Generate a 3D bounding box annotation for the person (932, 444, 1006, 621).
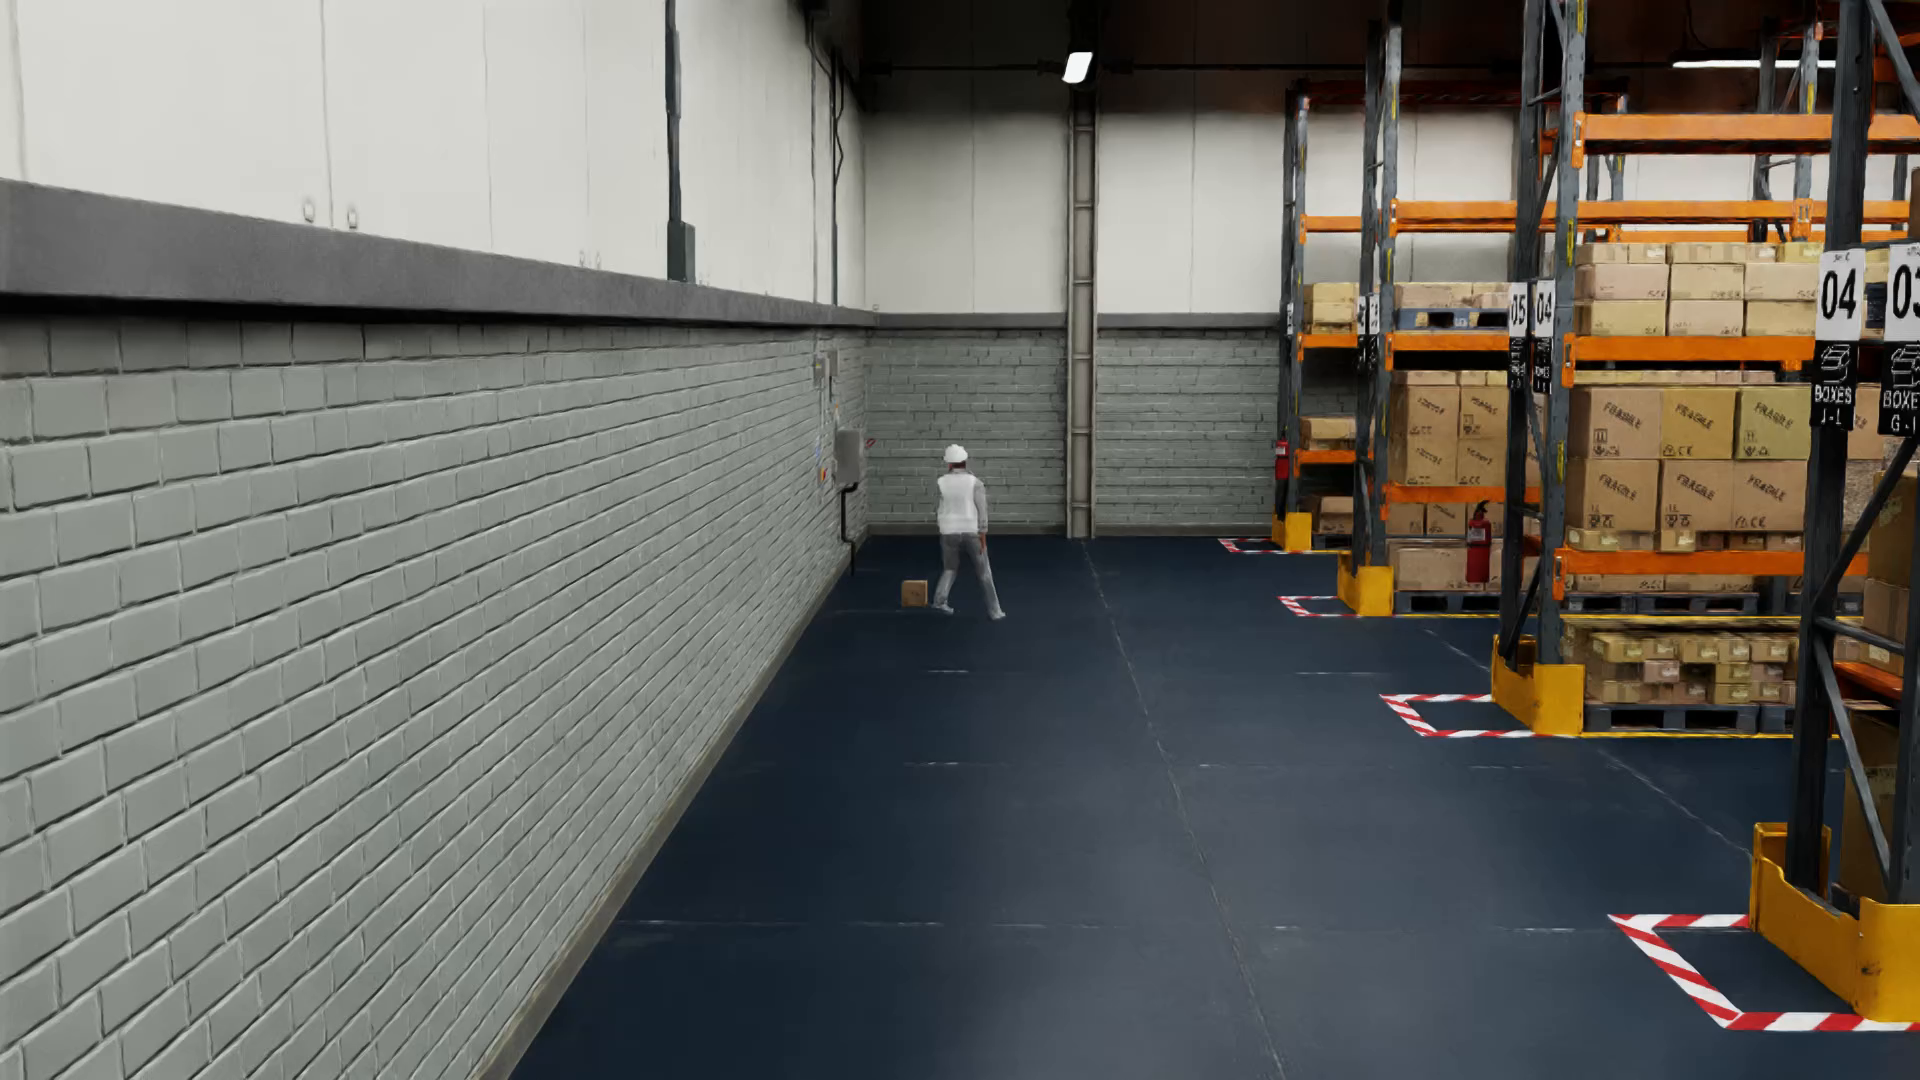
[{"bbox_3d":[0.093,-0.069,16.334,0.714,1.749,0.582,1,7,5],"label":"person"}]
